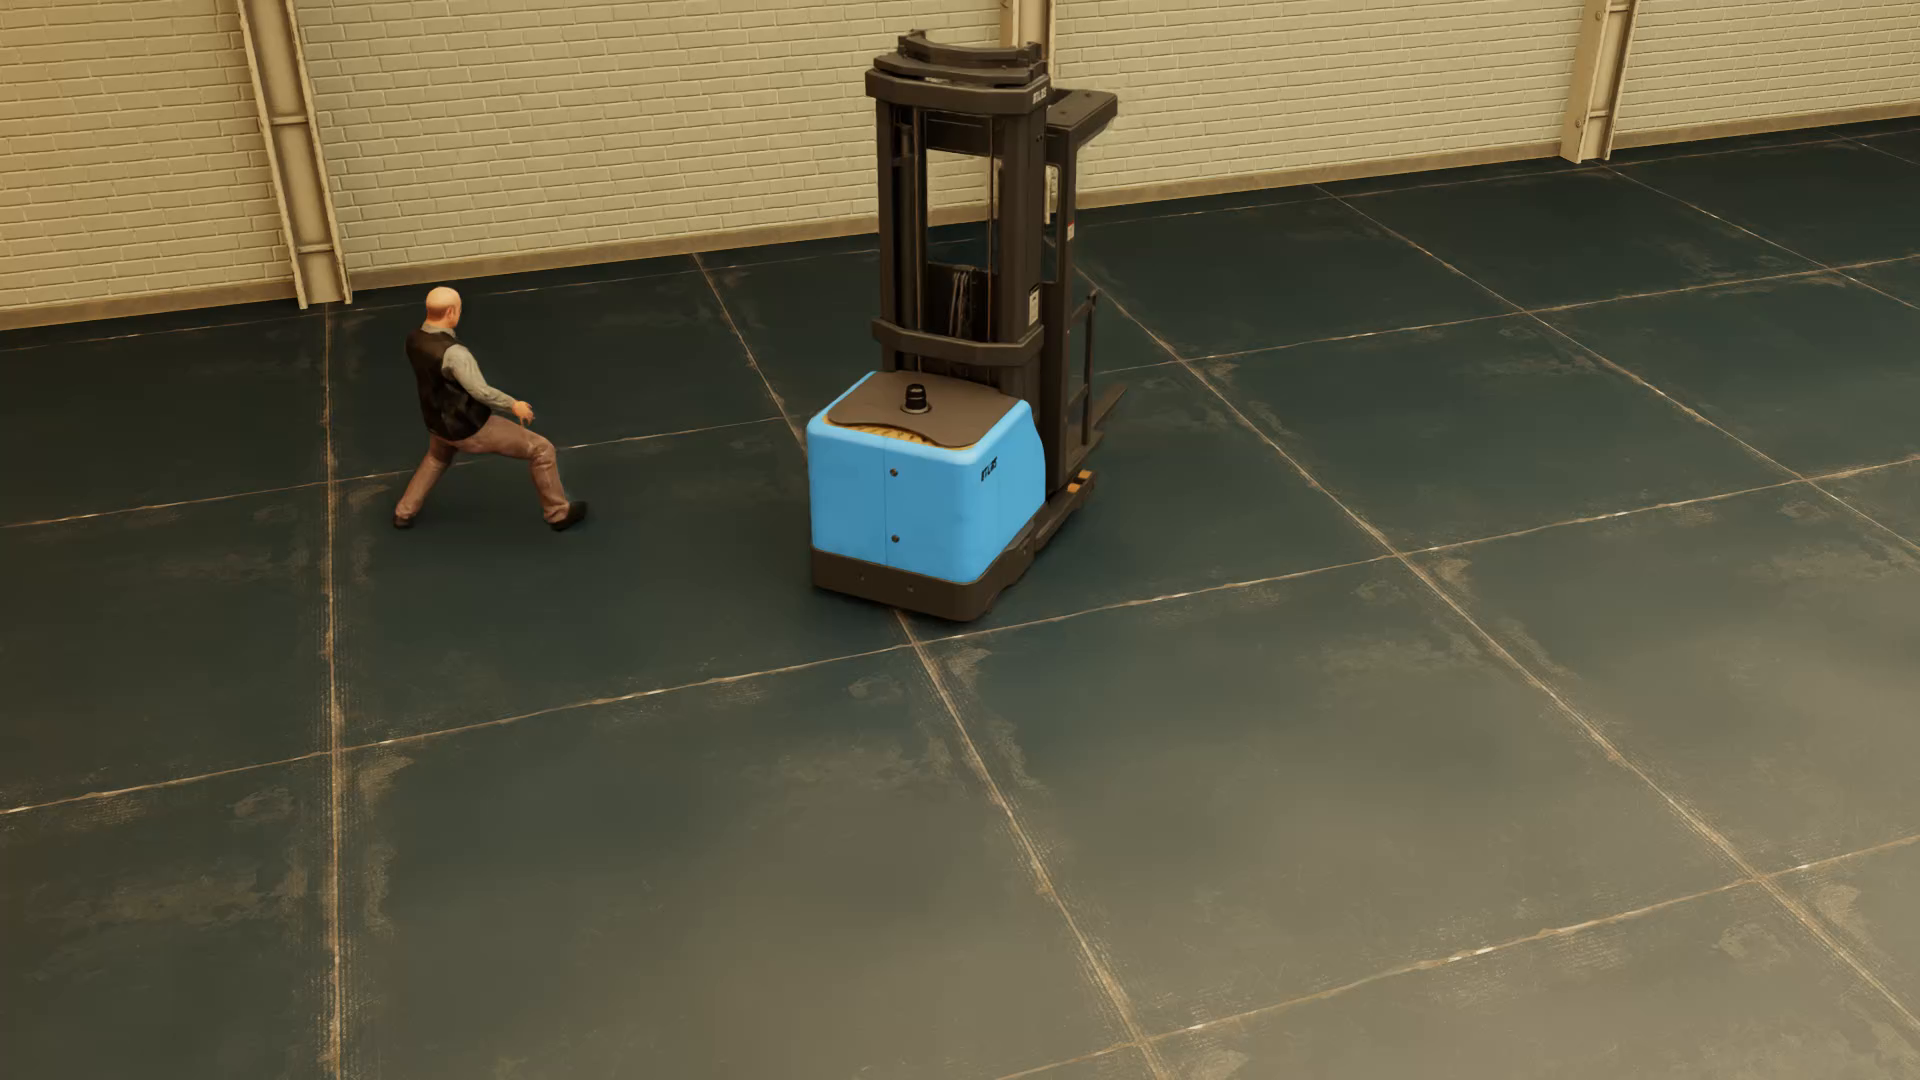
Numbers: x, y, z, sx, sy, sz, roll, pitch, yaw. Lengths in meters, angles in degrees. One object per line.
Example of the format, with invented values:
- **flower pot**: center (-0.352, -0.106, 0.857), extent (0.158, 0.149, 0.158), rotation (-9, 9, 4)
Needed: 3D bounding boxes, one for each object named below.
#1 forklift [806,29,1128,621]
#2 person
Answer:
- **forklift**: center (0.222, -1.539, 9.762), extent (1.130, 2.935, 3.031), rotation (13, 32, 21)
- **person**: center (-2.909, -0.782, 9.880), extent (0.996, 1.576, 0.913), rotation (24, 38, 35)
